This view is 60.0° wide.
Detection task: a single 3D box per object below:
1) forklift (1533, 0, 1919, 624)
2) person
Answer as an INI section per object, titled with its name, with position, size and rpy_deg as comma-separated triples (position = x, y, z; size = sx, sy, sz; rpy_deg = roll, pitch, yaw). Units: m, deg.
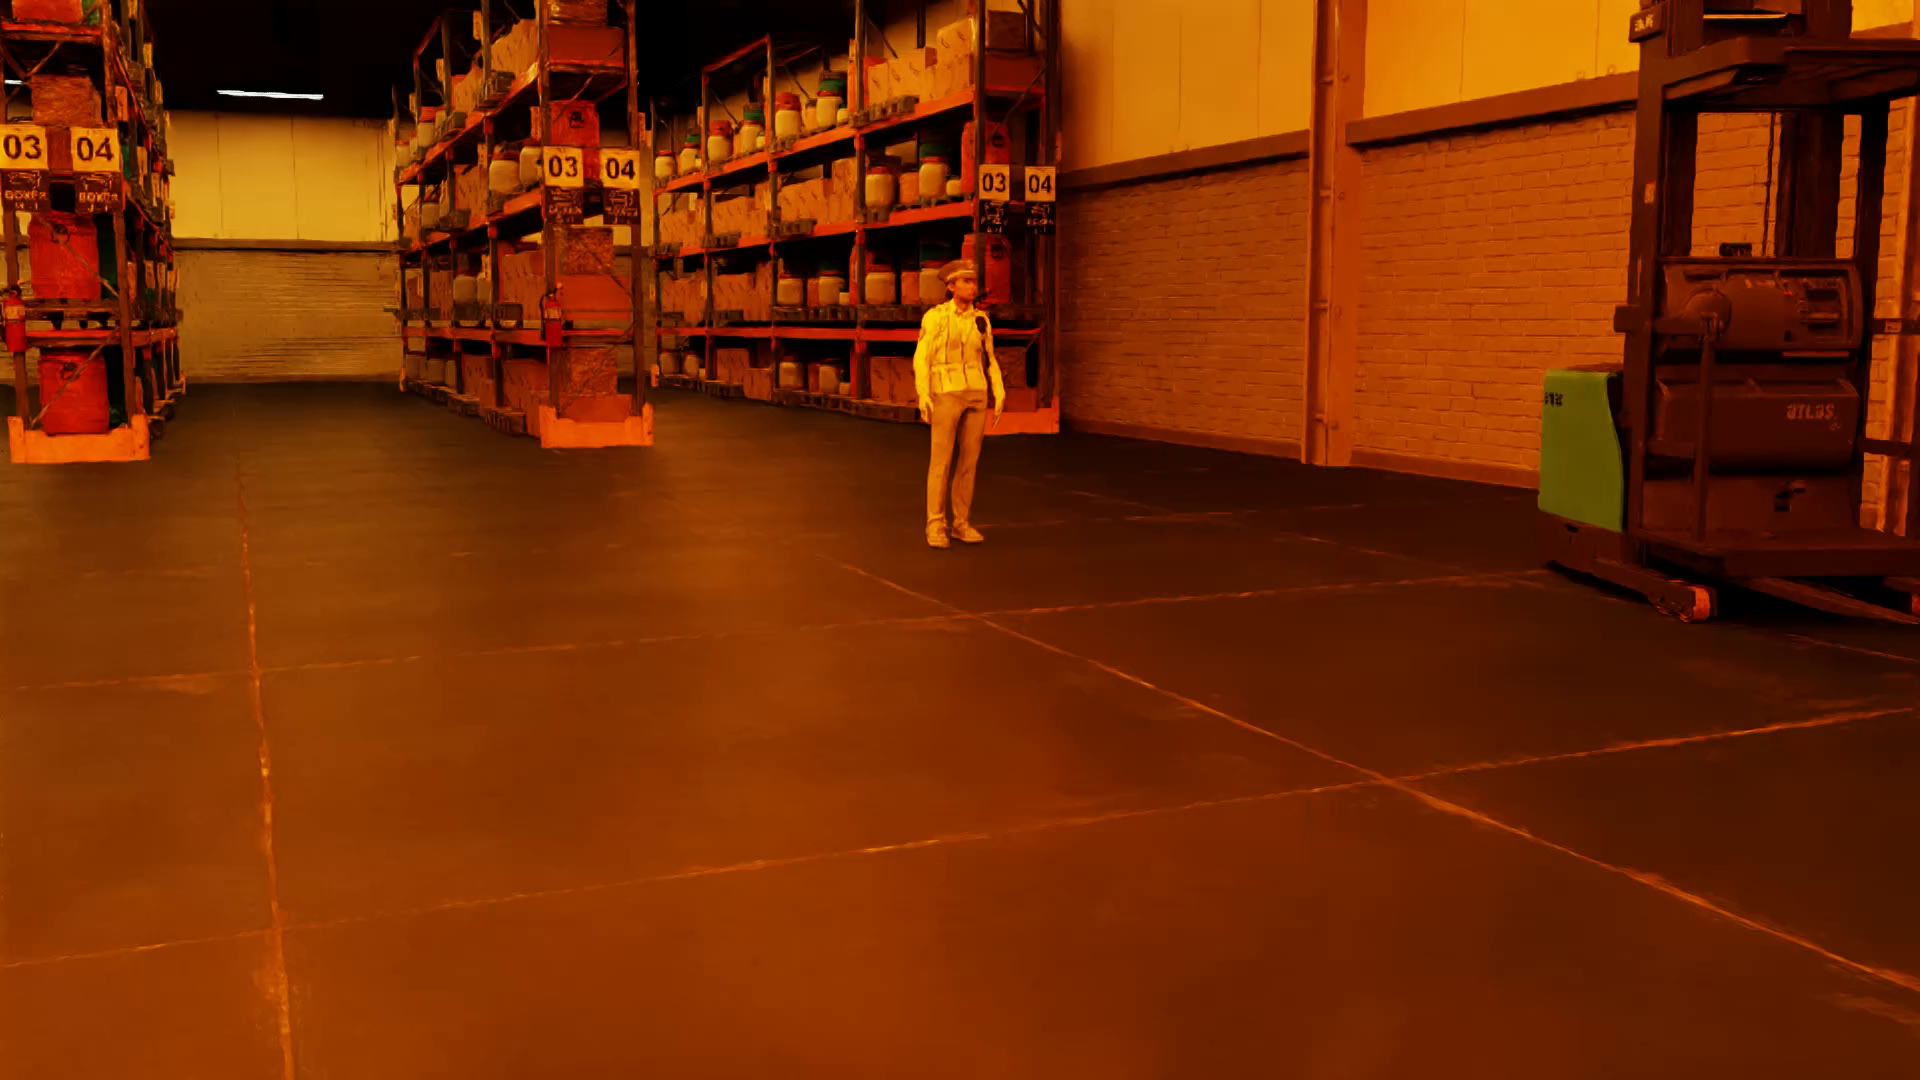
[forklift]
position = 3.735, -1.129, 7.501
size = 1.130, 2.935, 3.031
rpy_deg = 0, 8, -4
[person]
position = 0.020, -0.839, 9.978
size = 0.586, 1.695, 0.532
rpy_deg = -3, 8, -23
